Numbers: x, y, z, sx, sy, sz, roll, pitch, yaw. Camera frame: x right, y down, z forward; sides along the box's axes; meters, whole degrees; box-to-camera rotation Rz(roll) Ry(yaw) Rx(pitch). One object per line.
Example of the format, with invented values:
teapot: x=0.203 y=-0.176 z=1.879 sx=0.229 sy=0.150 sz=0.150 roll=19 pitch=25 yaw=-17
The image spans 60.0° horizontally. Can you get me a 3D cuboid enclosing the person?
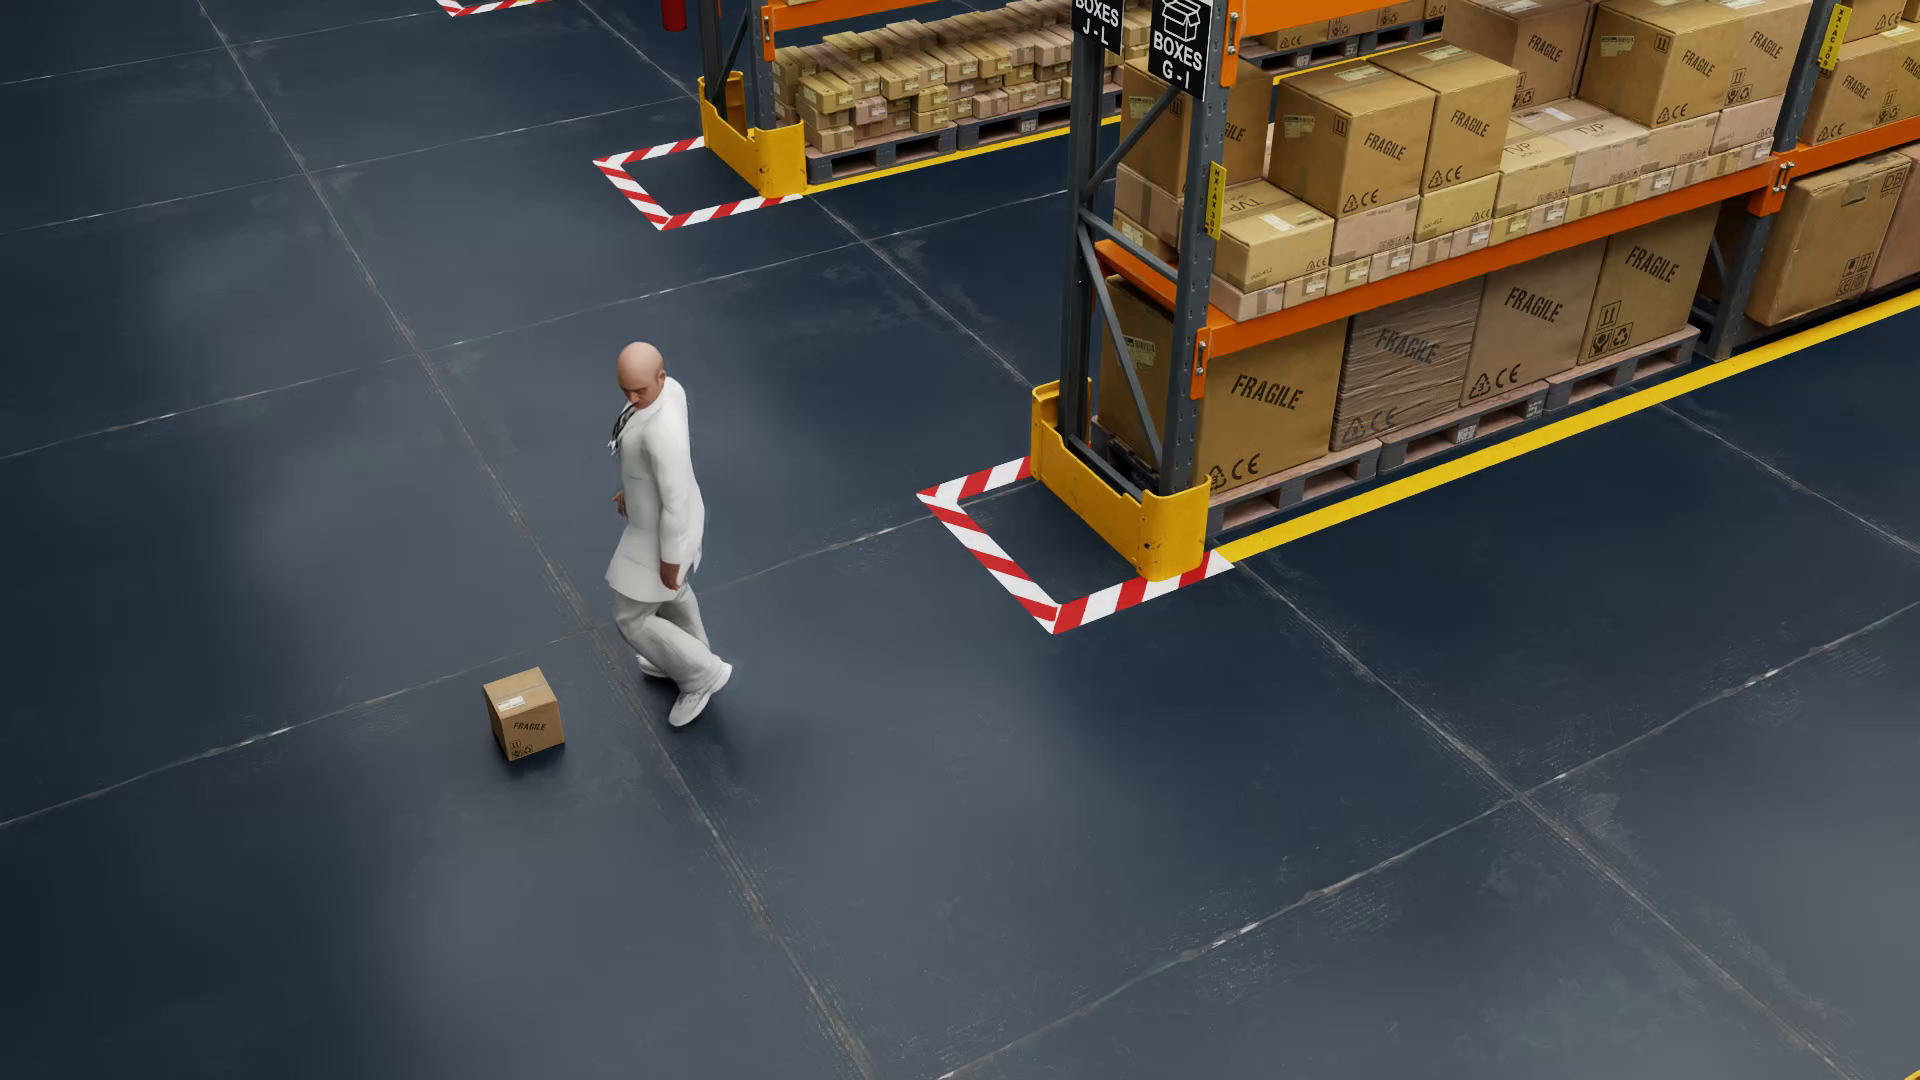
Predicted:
person: x=-1.249 y=-0.049 z=6.981 sx=0.499 sy=1.793 sz=0.657 roll=-1 pitch=36 yaw=-1
